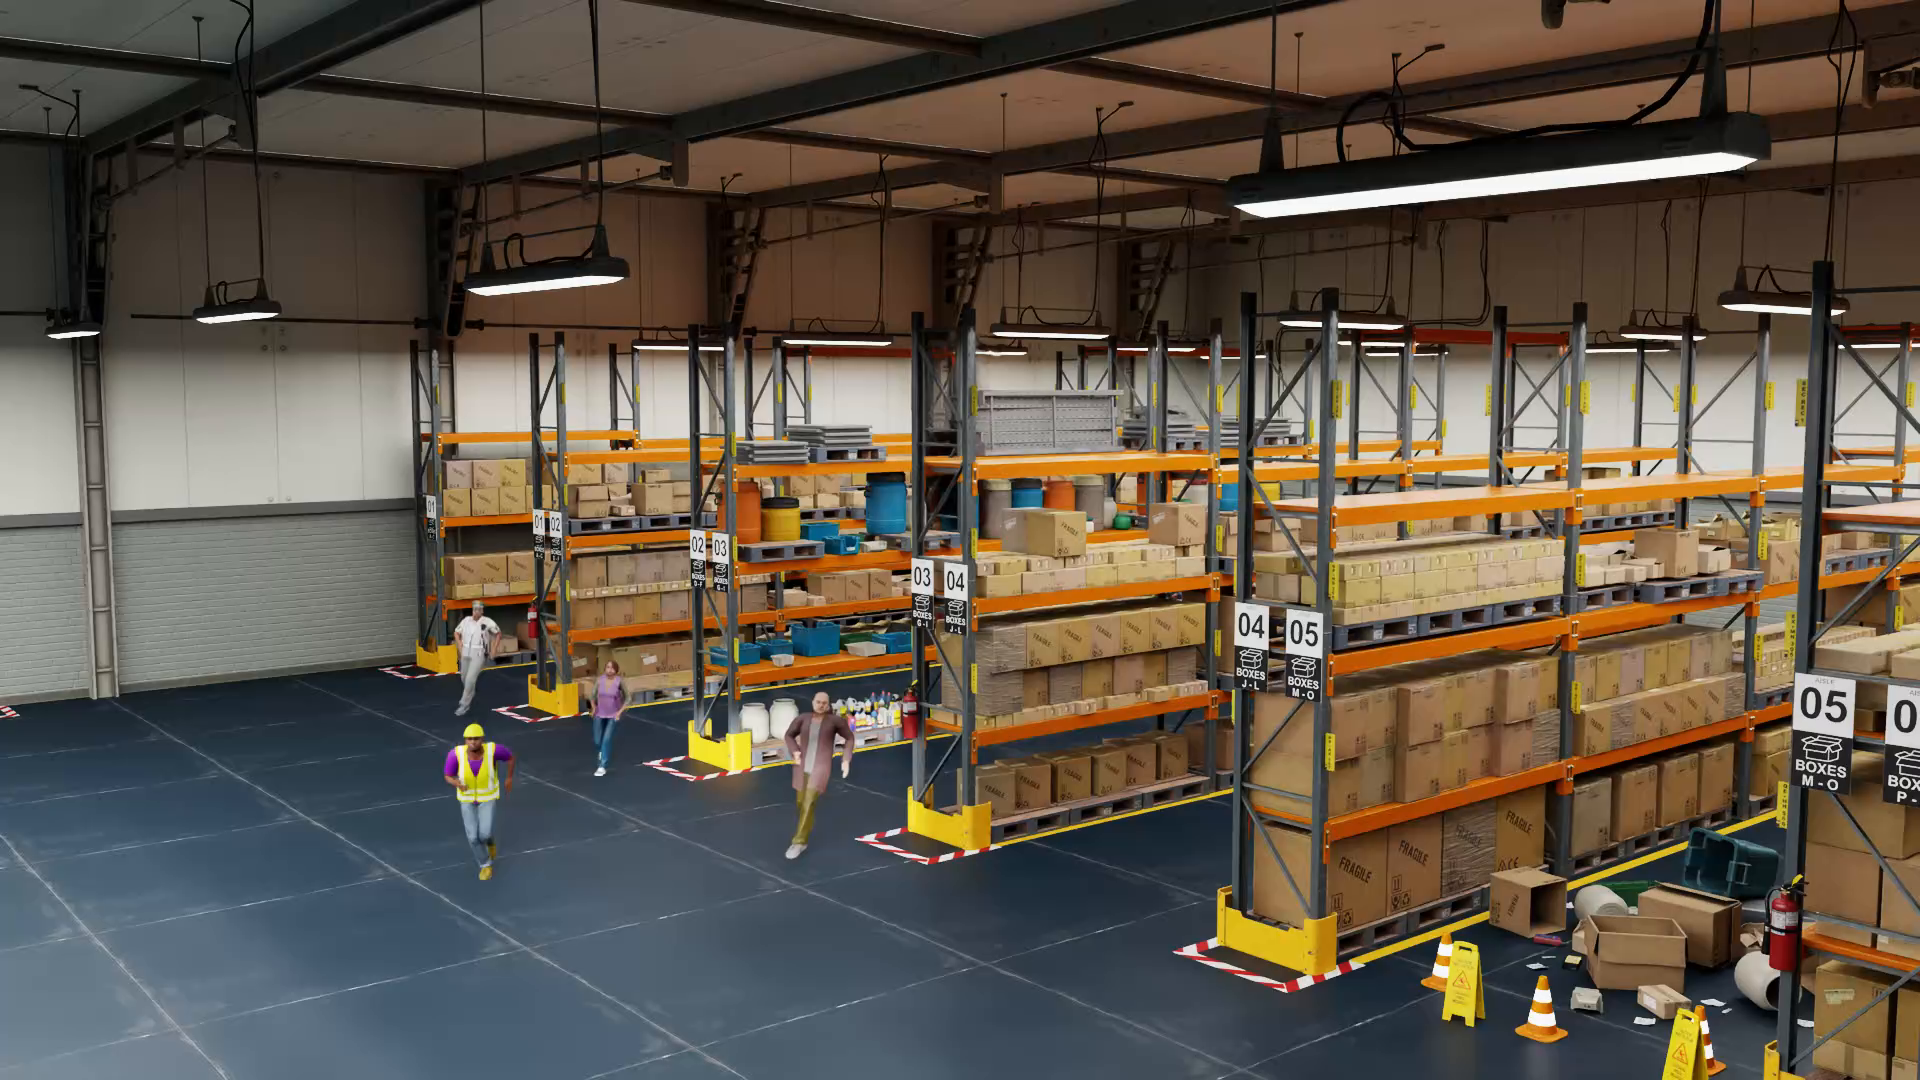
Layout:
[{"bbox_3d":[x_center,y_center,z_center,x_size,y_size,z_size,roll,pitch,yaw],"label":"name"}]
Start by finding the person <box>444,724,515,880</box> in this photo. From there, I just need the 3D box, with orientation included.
[{"bbox_3d":[-5.011,2.731,17.335,0.680,1.693,0.702,-1,5,-6],"label":"person"}]

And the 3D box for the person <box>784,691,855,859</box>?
[{"bbox_3d":[-1.611,2.561,18.429,0.761,1.761,0.980,2,6,17],"label":"person"}]

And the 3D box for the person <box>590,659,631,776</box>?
[{"bbox_3d":[-4.658,2.346,22.171,0.569,1.546,0.526,0,5,0],"label":"person"}]

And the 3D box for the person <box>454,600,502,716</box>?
[{"bbox_3d":[-7.737,1.839,26.471,0.741,1.777,0.945,1,5,8],"label":"person"}]

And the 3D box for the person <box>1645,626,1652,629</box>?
[{"bbox_3d":[10.325,2.079,24.900,0.688,1.566,0.523,-4,6,-35],"label":"person"}]
